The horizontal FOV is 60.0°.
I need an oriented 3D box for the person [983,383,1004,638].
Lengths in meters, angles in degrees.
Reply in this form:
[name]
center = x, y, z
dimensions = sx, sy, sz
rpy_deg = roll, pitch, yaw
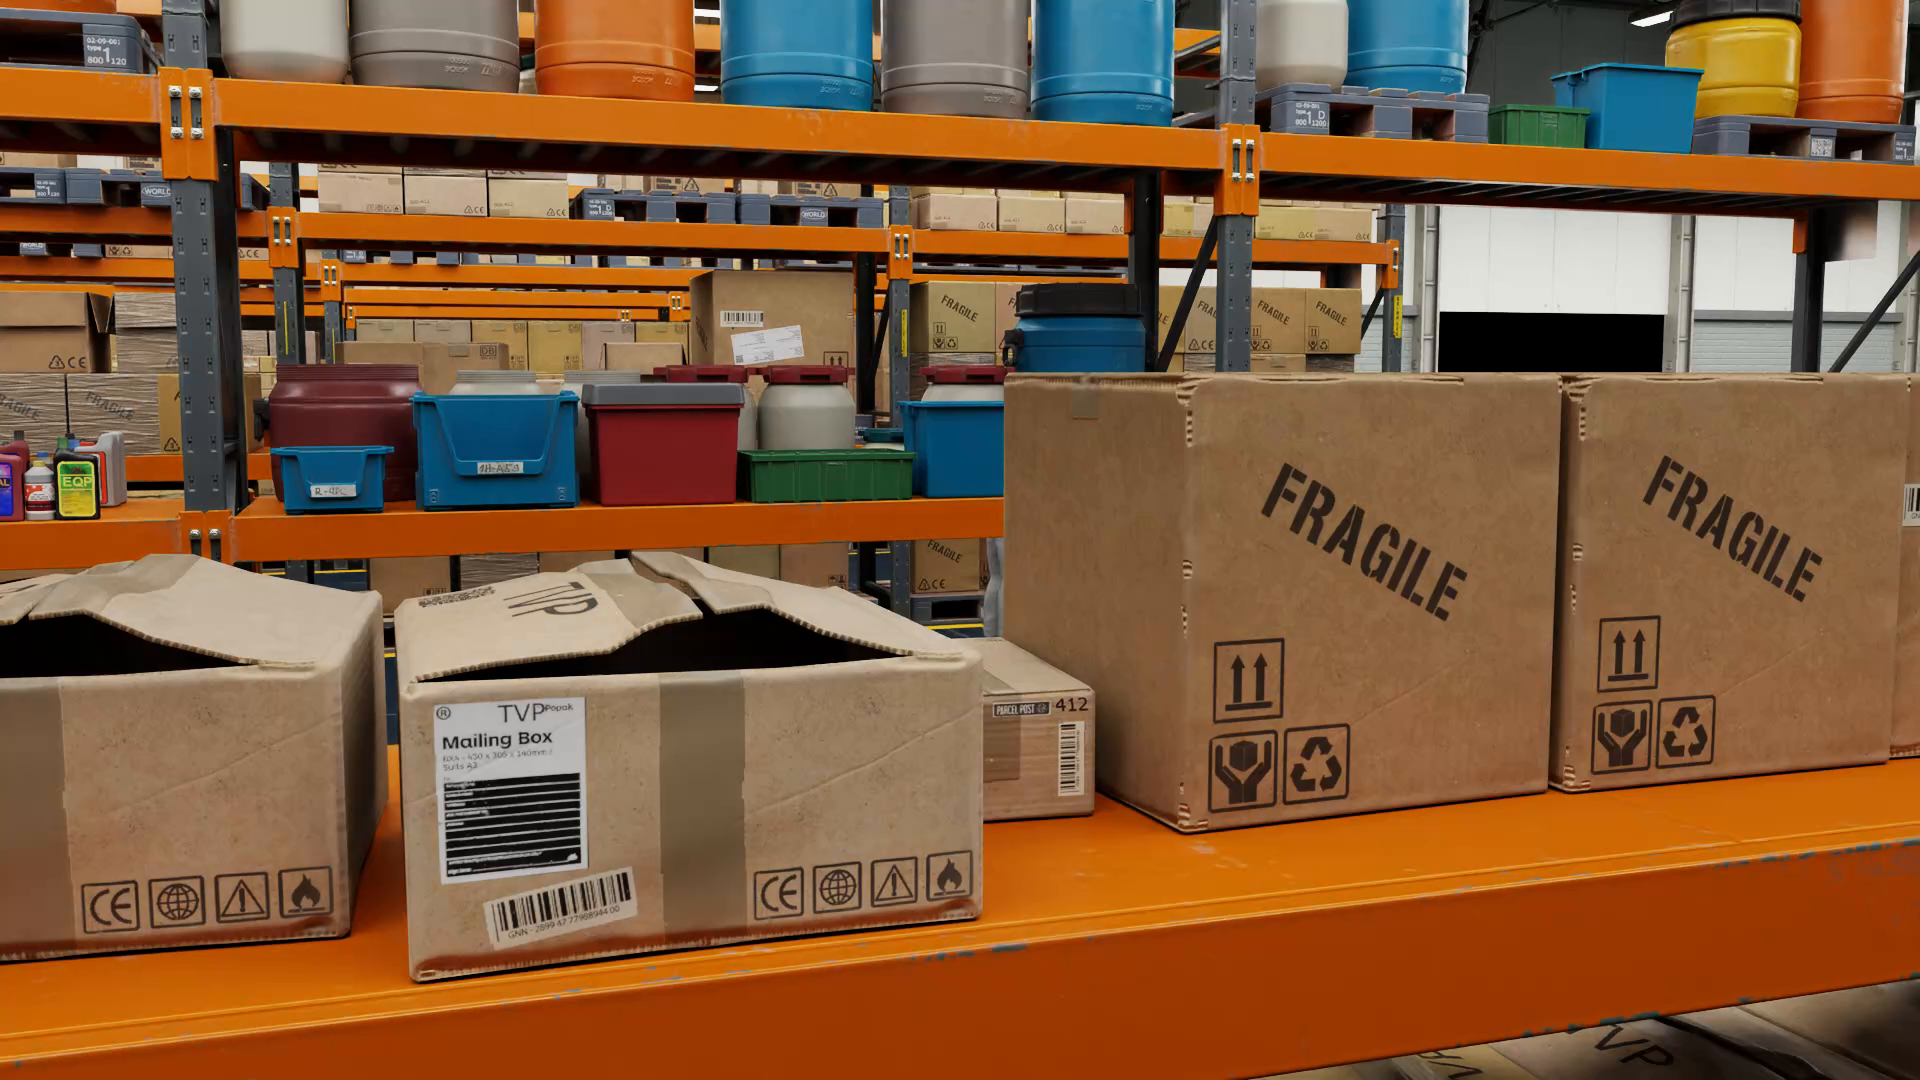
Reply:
[person]
center = 0.332, -0.124, 10.497
dimensions = 0.395, 1.761, 0.530
rpy_deg = -2, 6, -17
